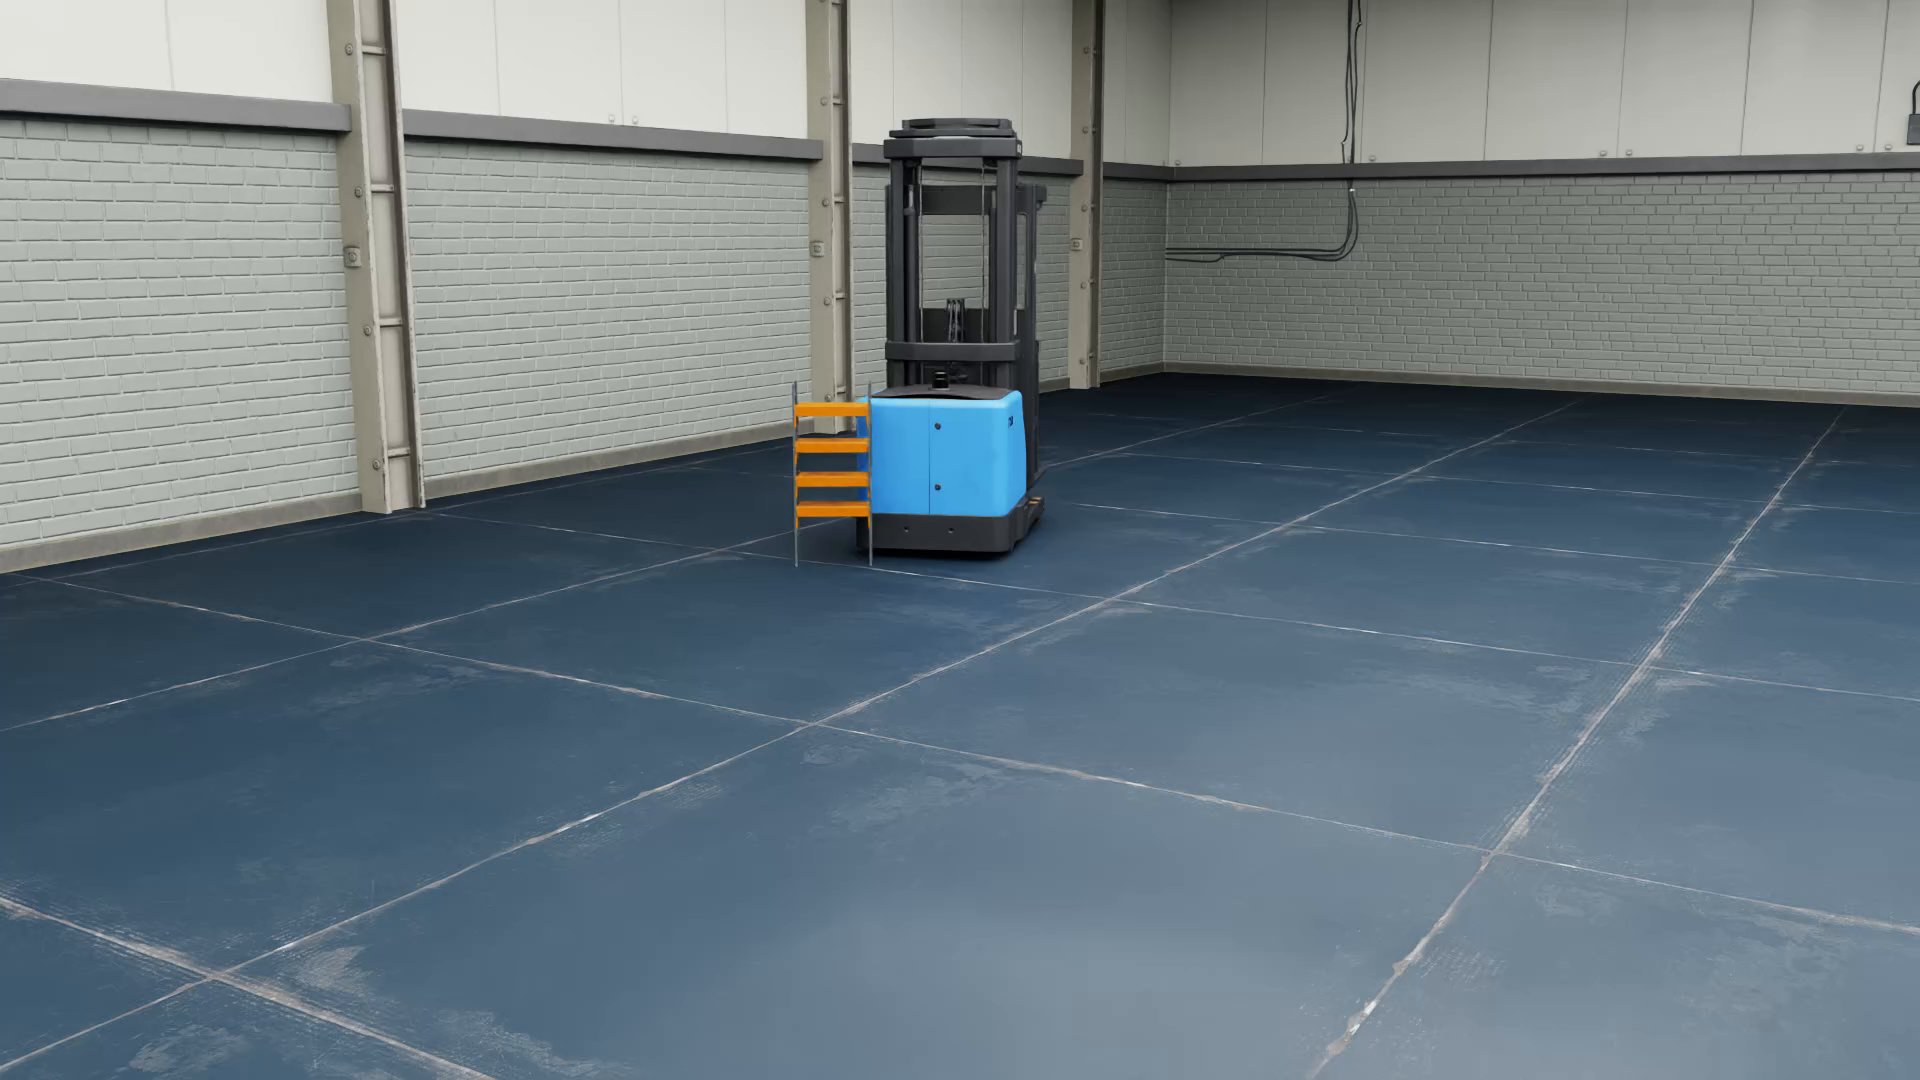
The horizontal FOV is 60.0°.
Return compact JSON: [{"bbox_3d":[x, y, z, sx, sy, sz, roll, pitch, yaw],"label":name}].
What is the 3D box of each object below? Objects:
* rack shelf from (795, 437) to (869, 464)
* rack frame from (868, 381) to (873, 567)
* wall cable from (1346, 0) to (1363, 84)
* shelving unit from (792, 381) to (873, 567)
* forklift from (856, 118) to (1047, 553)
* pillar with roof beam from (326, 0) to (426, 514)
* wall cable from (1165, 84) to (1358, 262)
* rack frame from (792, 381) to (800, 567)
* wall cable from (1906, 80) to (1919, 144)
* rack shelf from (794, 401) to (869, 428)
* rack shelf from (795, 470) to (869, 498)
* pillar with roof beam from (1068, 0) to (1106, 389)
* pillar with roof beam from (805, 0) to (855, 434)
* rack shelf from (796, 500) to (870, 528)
[{"bbox_3d":[-0.833,-0.590,10.906,0.480,0.148,0.258,0,11,-1],"label":"rack shelf"},{"bbox_3d":[-0.589,-0.437,10.939,0.015,1.200,0.240,0,11,-1],"label":"rack frame"},{"bbox_3d":[6.703,-7.595,22.694,3.097,2.526,0.112,6,12,31],"label":"wall cable"},{"bbox_3d":[-0.833,-0.436,10.935,0.503,1.200,0.258,0,11,-1],"label":"shelving unit"},{"bbox_3d":[0.046,-1.578,12.331,1.130,2.935,3.031,2,11,9],"label":"forklift"},{"bbox_3d":[-0.819,-4.261,10.176,9.100,9.000,0.400,6,12,31],"label":"pillar with roof beam"},{"bbox_3d":[4.391,-5.371,24.539,3.097,2.526,0.112,6,12,31],"label":"wall cable"},{"bbox_3d":[-1.077,-0.435,10.931,0.015,1.200,0.240,0,11,-1],"label":"rack frame"},{"bbox_3d":[12.497,-7.659,19.083,2.305,6.003,0.169,6,12,31],"label":"wall cable"},{"bbox_3d":[-0.833,-0.822,10.862,0.480,0.148,0.258,0,11,-1],"label":"rack shelf"},{"bbox_3d":[-0.833,-0.370,10.947,0.480,0.148,0.258,0,11,-1],"label":"rack shelf"},{"bbox_3d":[5.411,-6.149,20.257,9.100,9.000,0.400,6,12,31],"label":"pillar with roof beam"},{"bbox_3d":[2.296,-5.205,15.216,9.100,9.000,0.400,6,12,31],"label":"pillar with roof beam"},{"bbox_3d":[-0.833,-0.175,10.984,0.480,0.148,0.258,0,11,-1],"label":"rack shelf"}]
